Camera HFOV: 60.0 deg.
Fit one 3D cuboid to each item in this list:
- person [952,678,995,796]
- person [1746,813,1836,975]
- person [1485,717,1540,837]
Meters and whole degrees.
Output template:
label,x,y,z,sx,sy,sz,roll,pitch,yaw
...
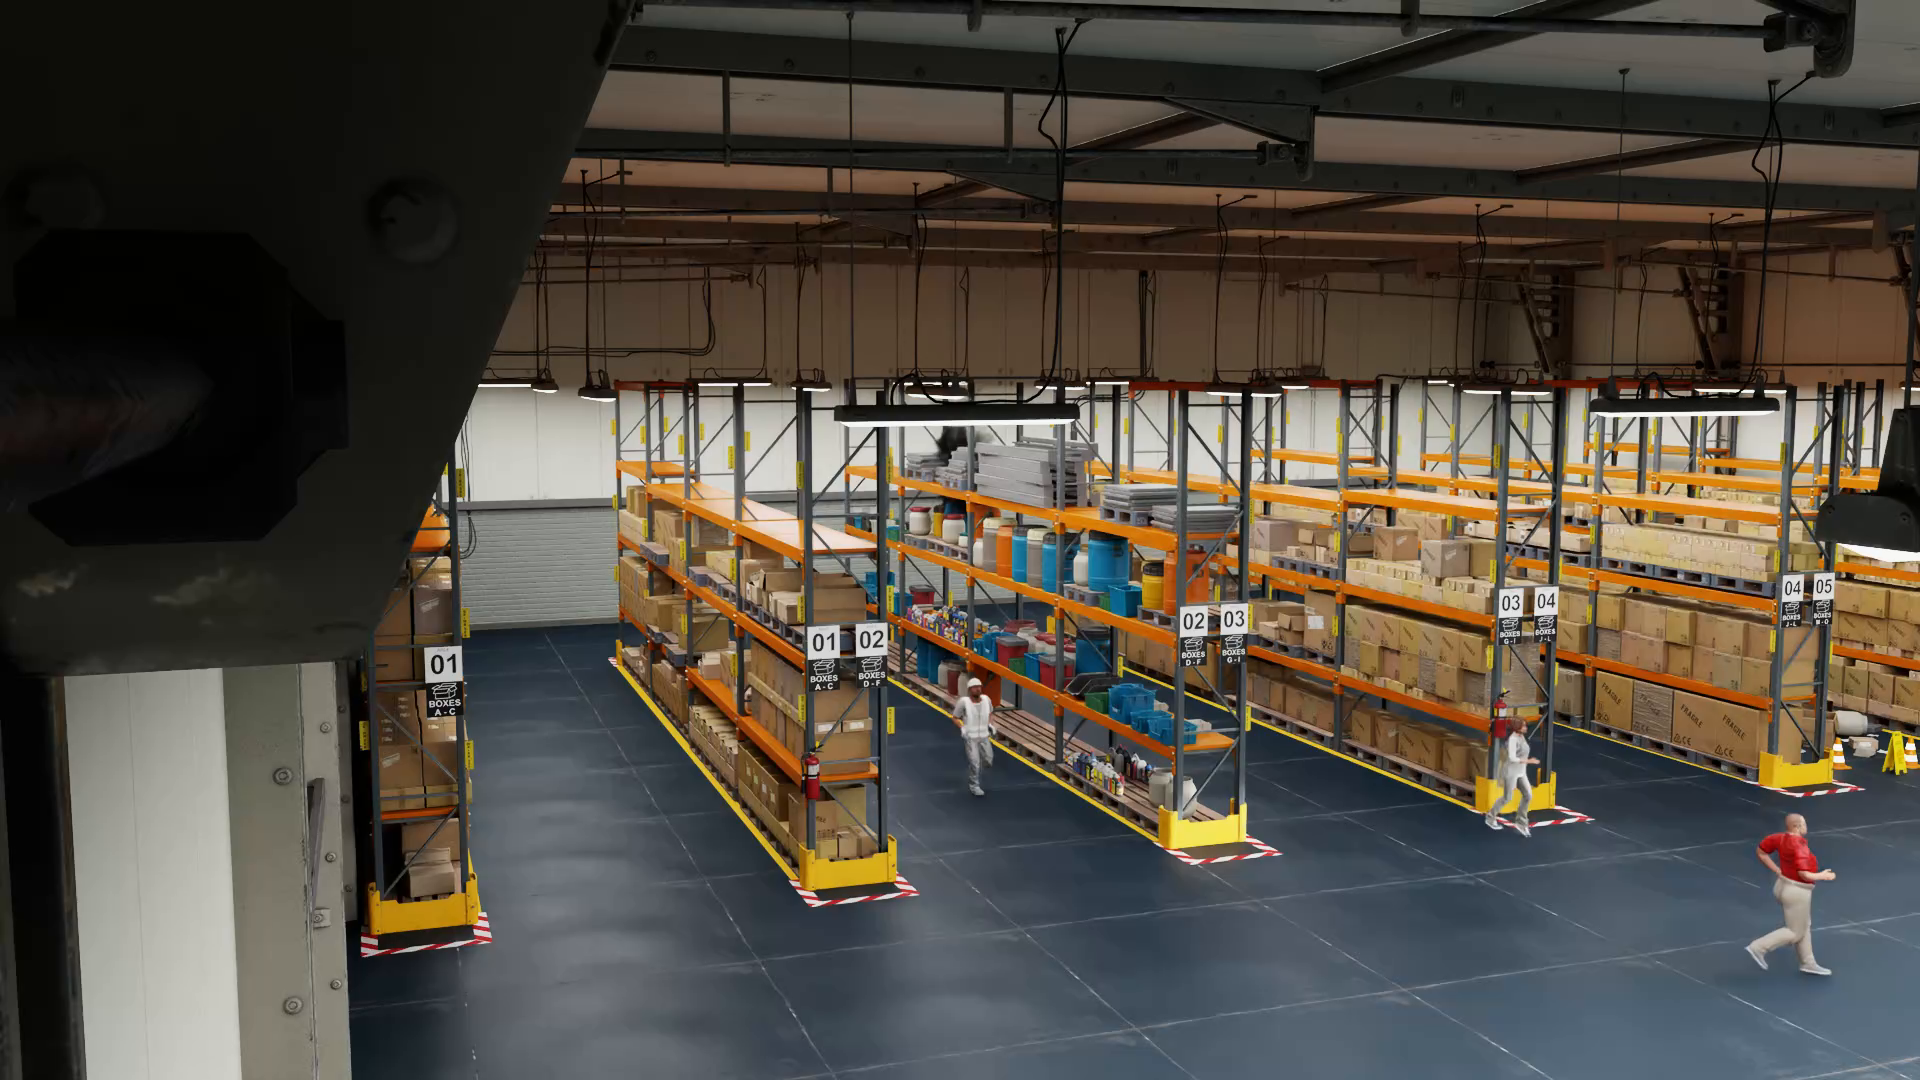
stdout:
label,x,y,z,sx,sy,sz,roll,pitch,yaw
person,0.215,2.882,24.459,0.665,1.736,0.590,-3,7,-22
person,8.566,3.658,17.136,0.954,1.715,0.664,0,6,-1
person,7.454,3.189,22.376,0.713,1.665,0.557,5,8,39
